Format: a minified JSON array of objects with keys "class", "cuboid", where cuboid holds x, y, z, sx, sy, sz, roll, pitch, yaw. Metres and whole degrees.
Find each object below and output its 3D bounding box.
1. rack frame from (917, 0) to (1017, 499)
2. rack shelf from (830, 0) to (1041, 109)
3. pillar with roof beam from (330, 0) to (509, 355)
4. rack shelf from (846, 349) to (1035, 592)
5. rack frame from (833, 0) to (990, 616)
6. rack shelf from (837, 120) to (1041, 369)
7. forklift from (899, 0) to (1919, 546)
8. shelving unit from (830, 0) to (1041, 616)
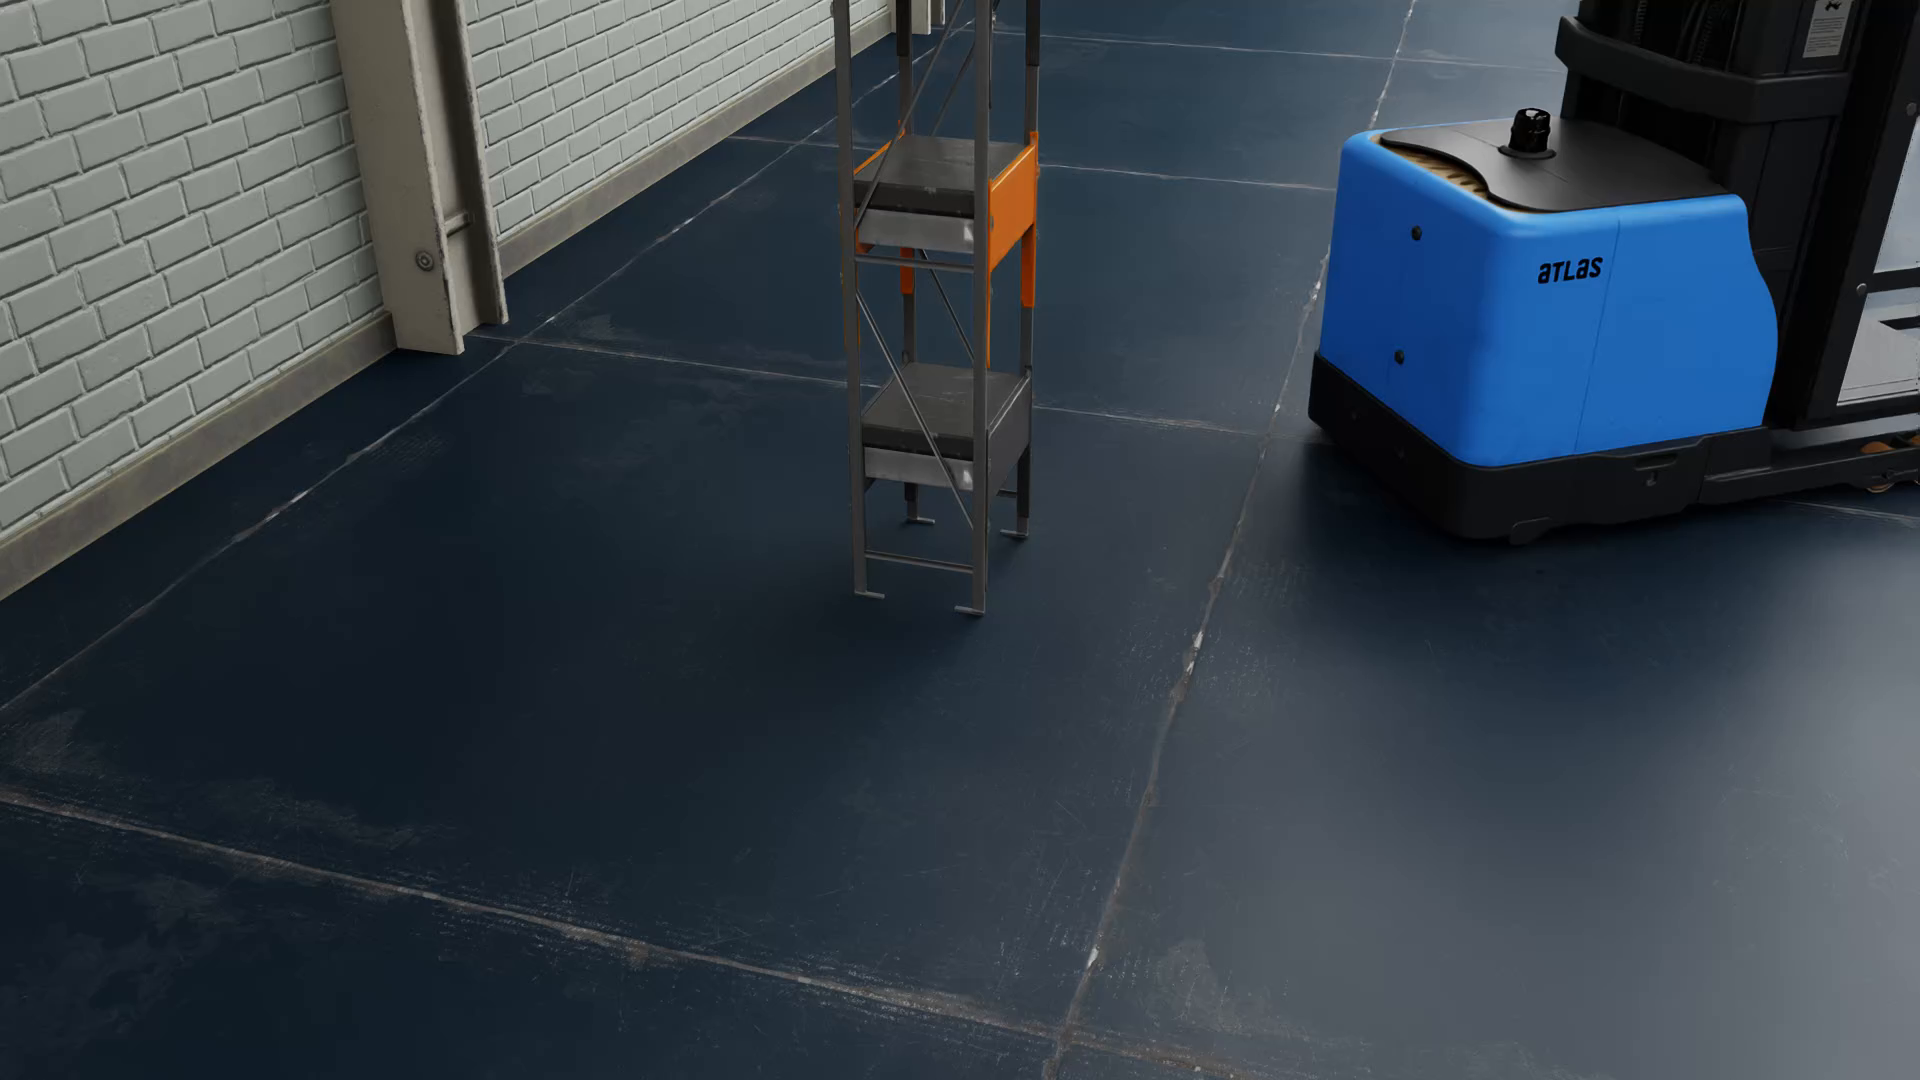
[{"class":"rack frame","cuboid":[0.022,-0.954,4.805,0.380,1.831,0.006,8,30,15]},{"class":"rack shelf","cuboid":[-0.049,-1.440,4.268,0.431,0.518,0.480,8,30,15]},{"class":"pillar with roof beam","cuboid":[2.043,-4.162,3.474,9.100,9.000,0.400,8,30,15]},{"class":"rack shelf","cuboid":[-0.049,-0.217,4.948,0.431,0.518,0.480,8,30,15]},{"class":"rack frame","cuboid":[-0.120,-0.727,4.397,0.400,2.100,0.015,8,30,15]},{"class":"rack shelf","cuboid":[-0.049,-0.829,4.608,0.431,0.518,0.480,8,30,15]},{"class":"forklift","cuboid":[2.080,-1.560,5.039,4.560,2.935,1.130,-9,30,-15]},{"class":"shelving unit","cuboid":[-0.049,-0.840,4.599,0.431,2.100,0.499,8,30,15]}]
